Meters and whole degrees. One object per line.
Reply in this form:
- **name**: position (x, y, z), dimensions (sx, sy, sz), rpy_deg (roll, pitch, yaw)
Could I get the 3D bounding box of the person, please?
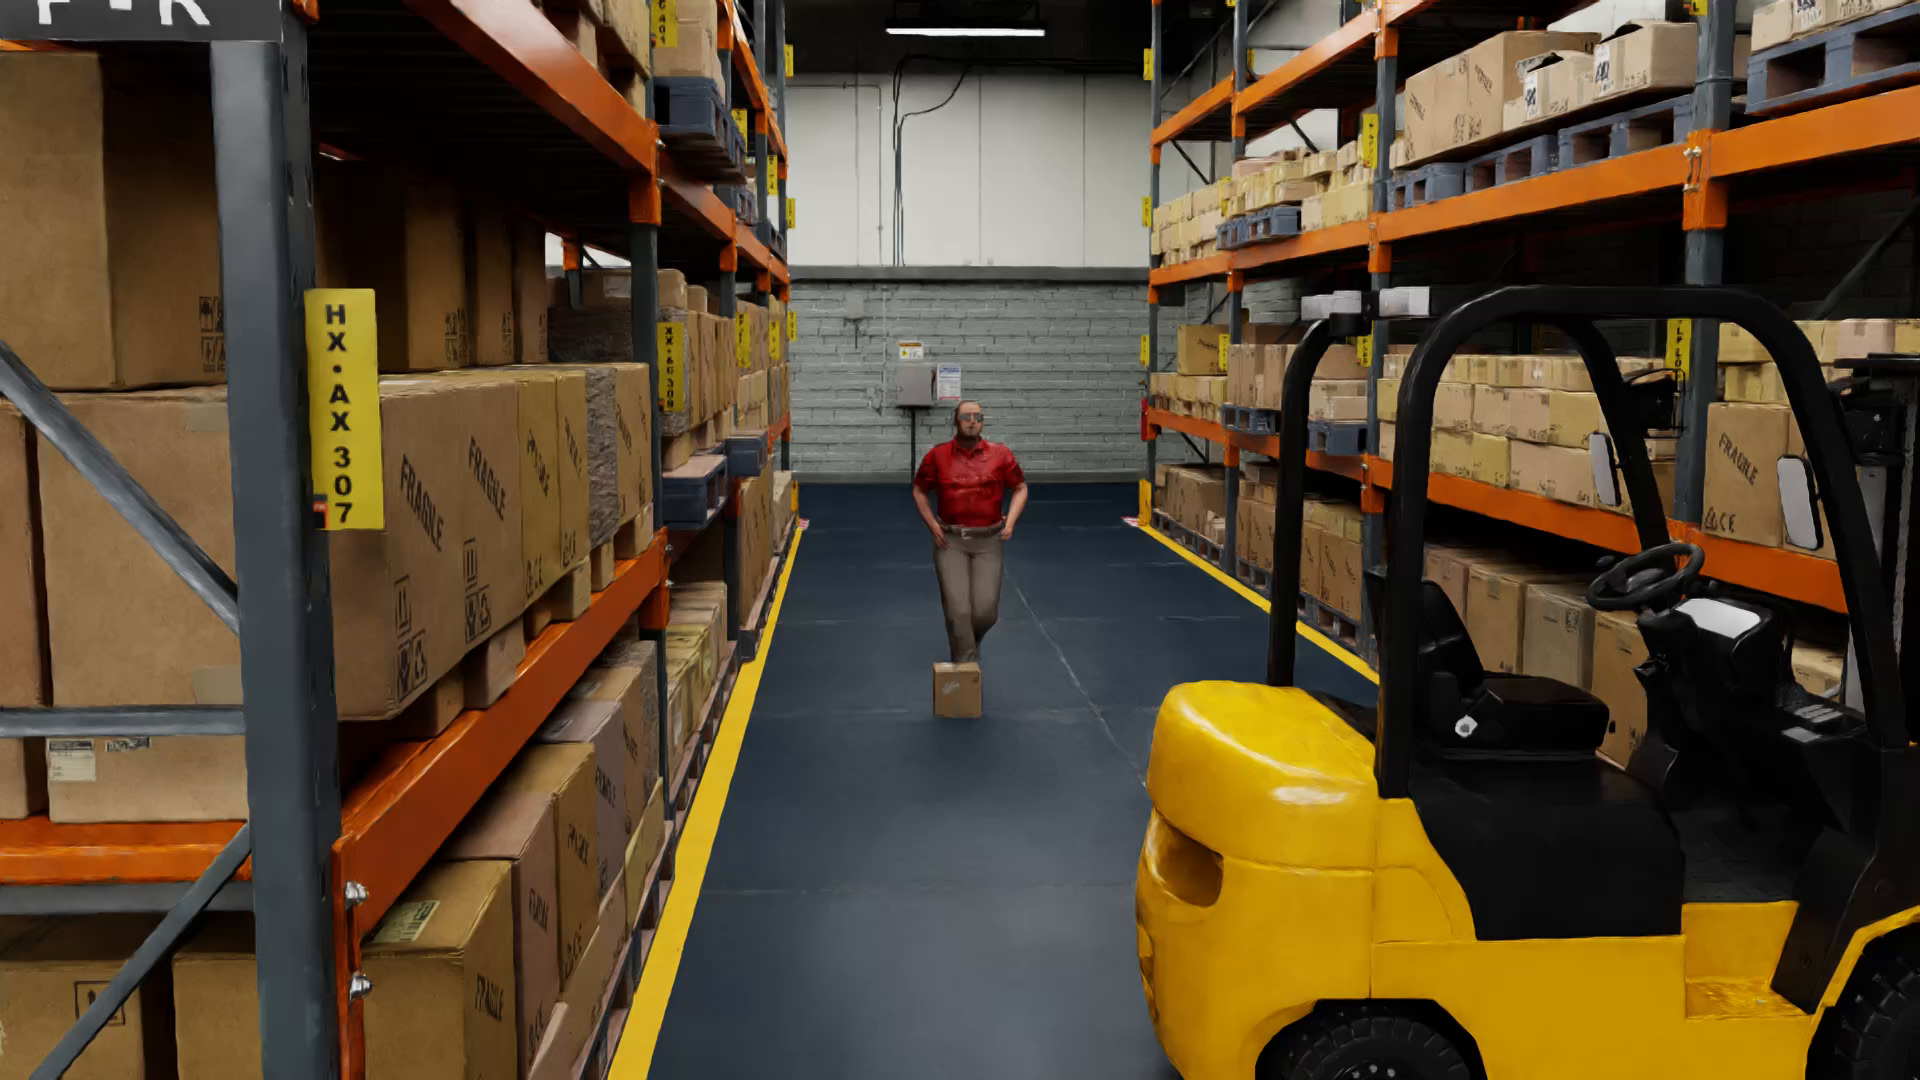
- **person**: position (0.061, 0.034, 9.641), dimensions (0.678, 1.693, 0.660), rpy_deg (0, 7, -1)
